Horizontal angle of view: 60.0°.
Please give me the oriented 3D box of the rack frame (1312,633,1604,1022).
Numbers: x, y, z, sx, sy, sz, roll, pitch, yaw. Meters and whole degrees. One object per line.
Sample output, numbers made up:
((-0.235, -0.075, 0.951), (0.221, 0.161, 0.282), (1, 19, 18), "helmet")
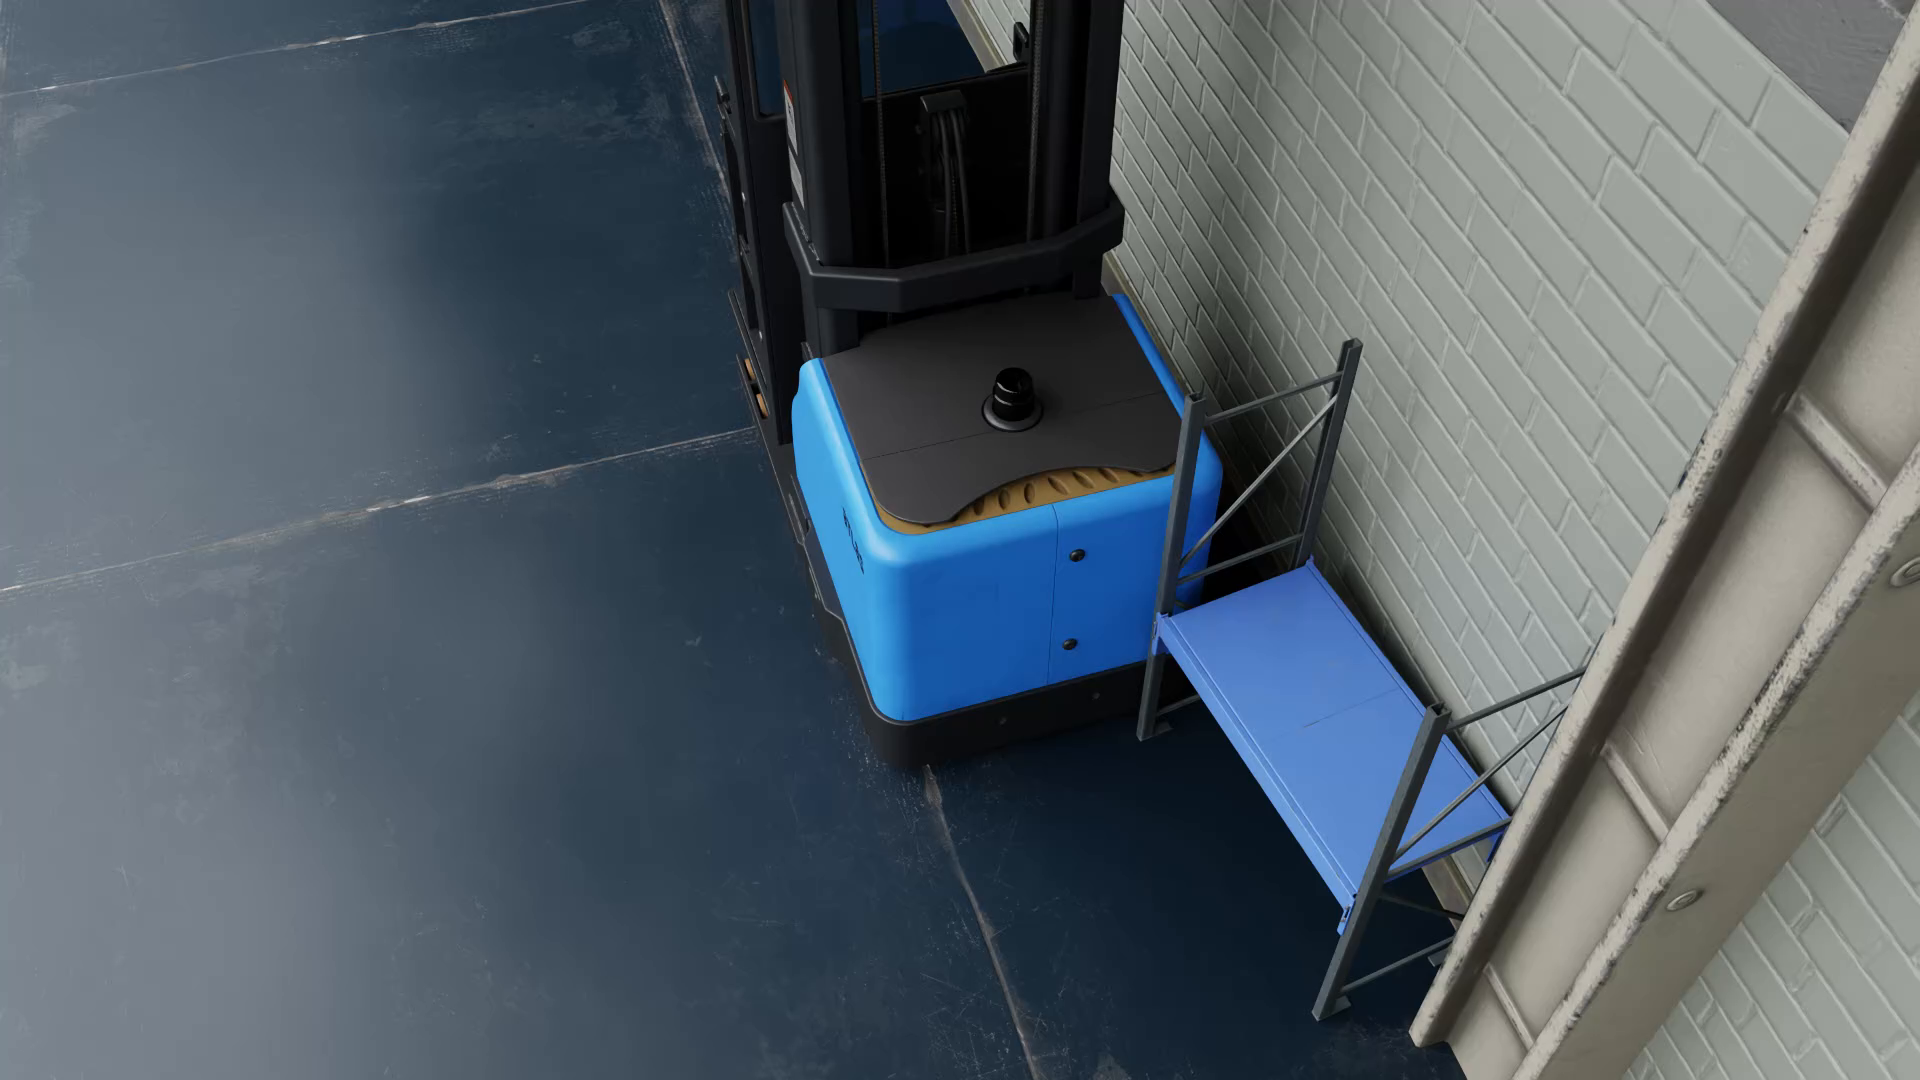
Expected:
((1.214, 0.765, 4.124), (0.500, 1.500, 0.032), (-19, 53, -16), "rack frame")

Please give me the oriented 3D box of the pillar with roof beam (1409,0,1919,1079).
((-2.666, -0.462, 0.254), (9.100, 9.000, 0.400), (-13, 51, -11), "pillar with roof beam")

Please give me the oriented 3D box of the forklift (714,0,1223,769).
((-0.189, -1.404, 5.017), (1.130, 2.935, 3.031), (-14, 51, -11), "forklift")

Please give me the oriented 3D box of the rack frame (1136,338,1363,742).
((0.787, 0.059, 4.719), (0.500, 1.500, 0.032), (-19, 53, -16), "rack frame")

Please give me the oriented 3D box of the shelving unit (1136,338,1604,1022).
((1.001, 0.412, 4.422), (0.538, 1.500, 1.048), (-19, 53, -16), "shelving unit")

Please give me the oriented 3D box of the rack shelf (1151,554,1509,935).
((1.001, 0.528, 4.559), (0.538, 0.185, 1.000), (-19, 53, -16), "rack shelf")
